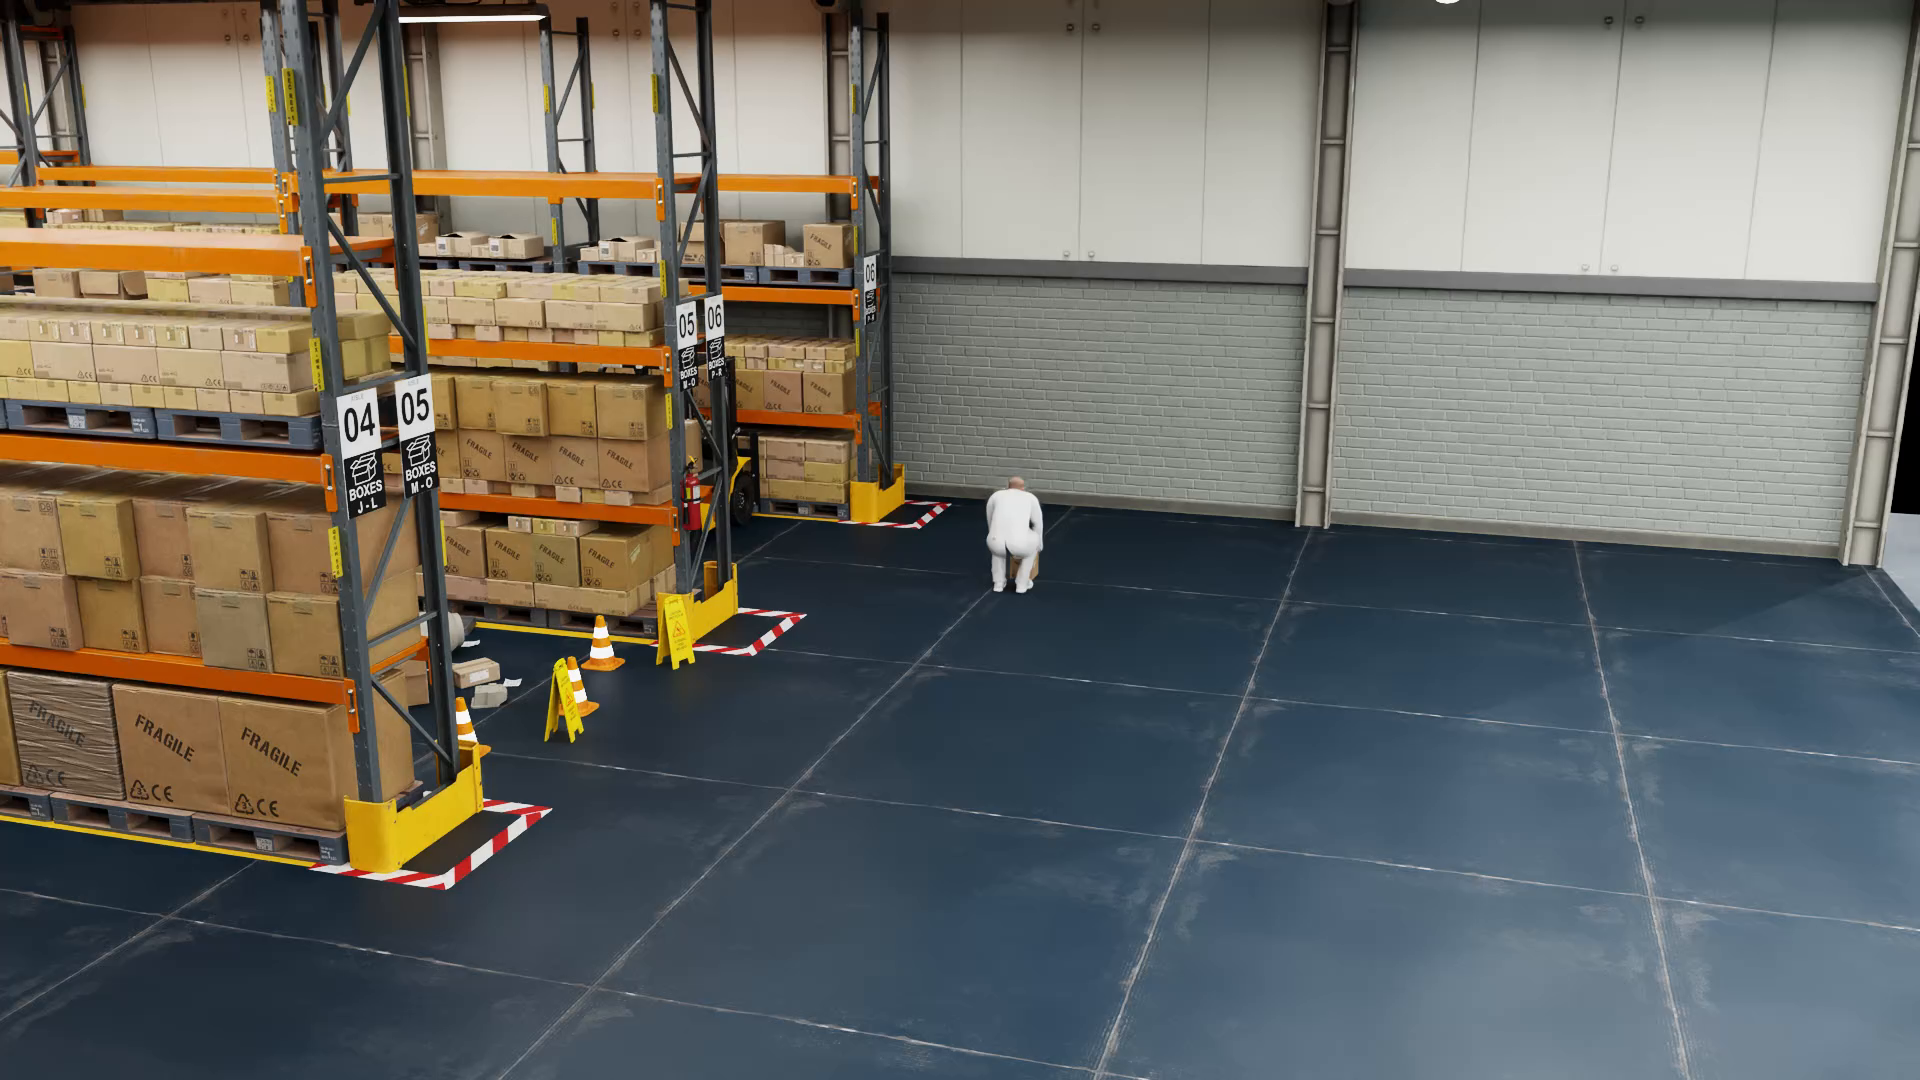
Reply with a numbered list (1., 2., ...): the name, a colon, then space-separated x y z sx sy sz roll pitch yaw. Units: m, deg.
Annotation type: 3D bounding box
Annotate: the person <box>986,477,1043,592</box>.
1. person: 0.547 -0.048 17.509 0.616 1.125 0.854 4 15 16
